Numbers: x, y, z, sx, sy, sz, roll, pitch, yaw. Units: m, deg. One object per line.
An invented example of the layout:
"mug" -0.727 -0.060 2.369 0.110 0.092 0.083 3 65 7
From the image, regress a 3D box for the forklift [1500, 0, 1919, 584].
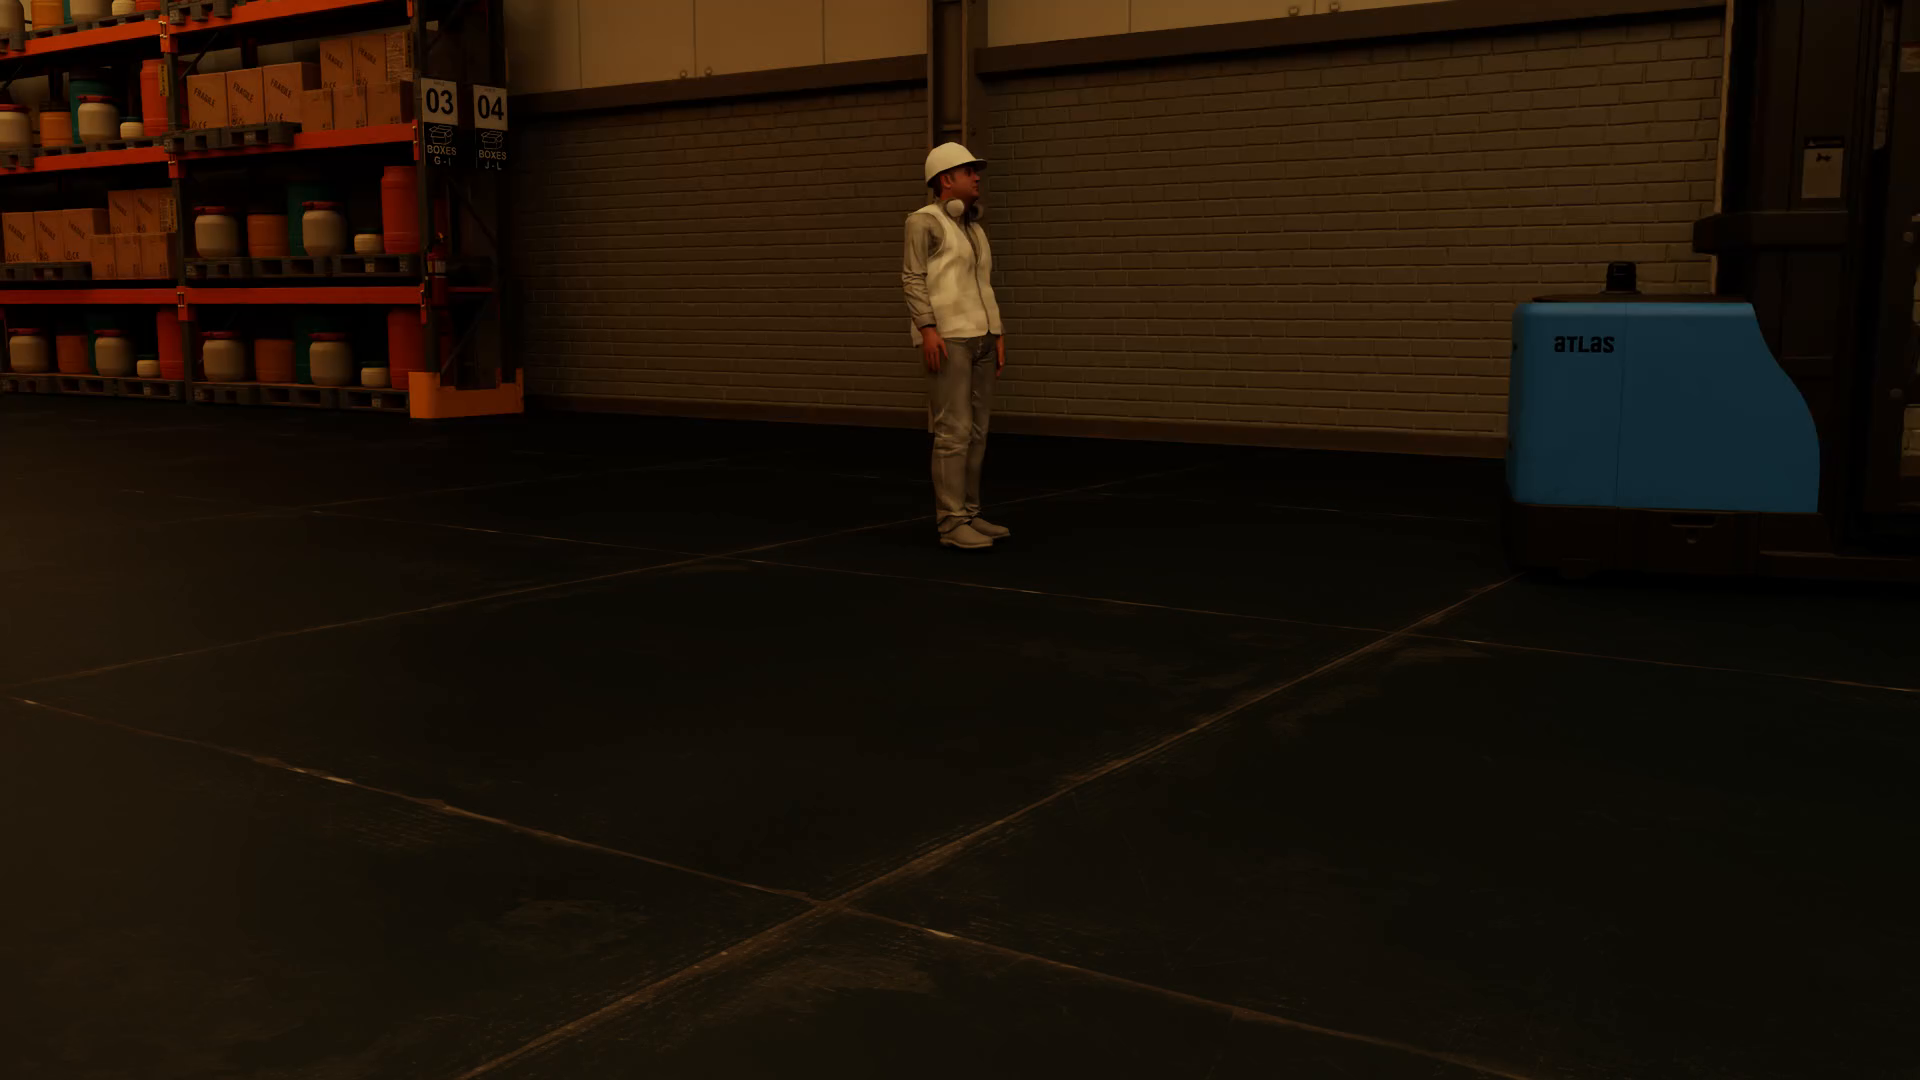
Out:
"forklift" 3.709 -1.293 6.282 3.031 2.935 1.130 2 8 16

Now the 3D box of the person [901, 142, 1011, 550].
"person" 0.048 -0.880 7.437 0.566 1.775 0.633 5 10 34
